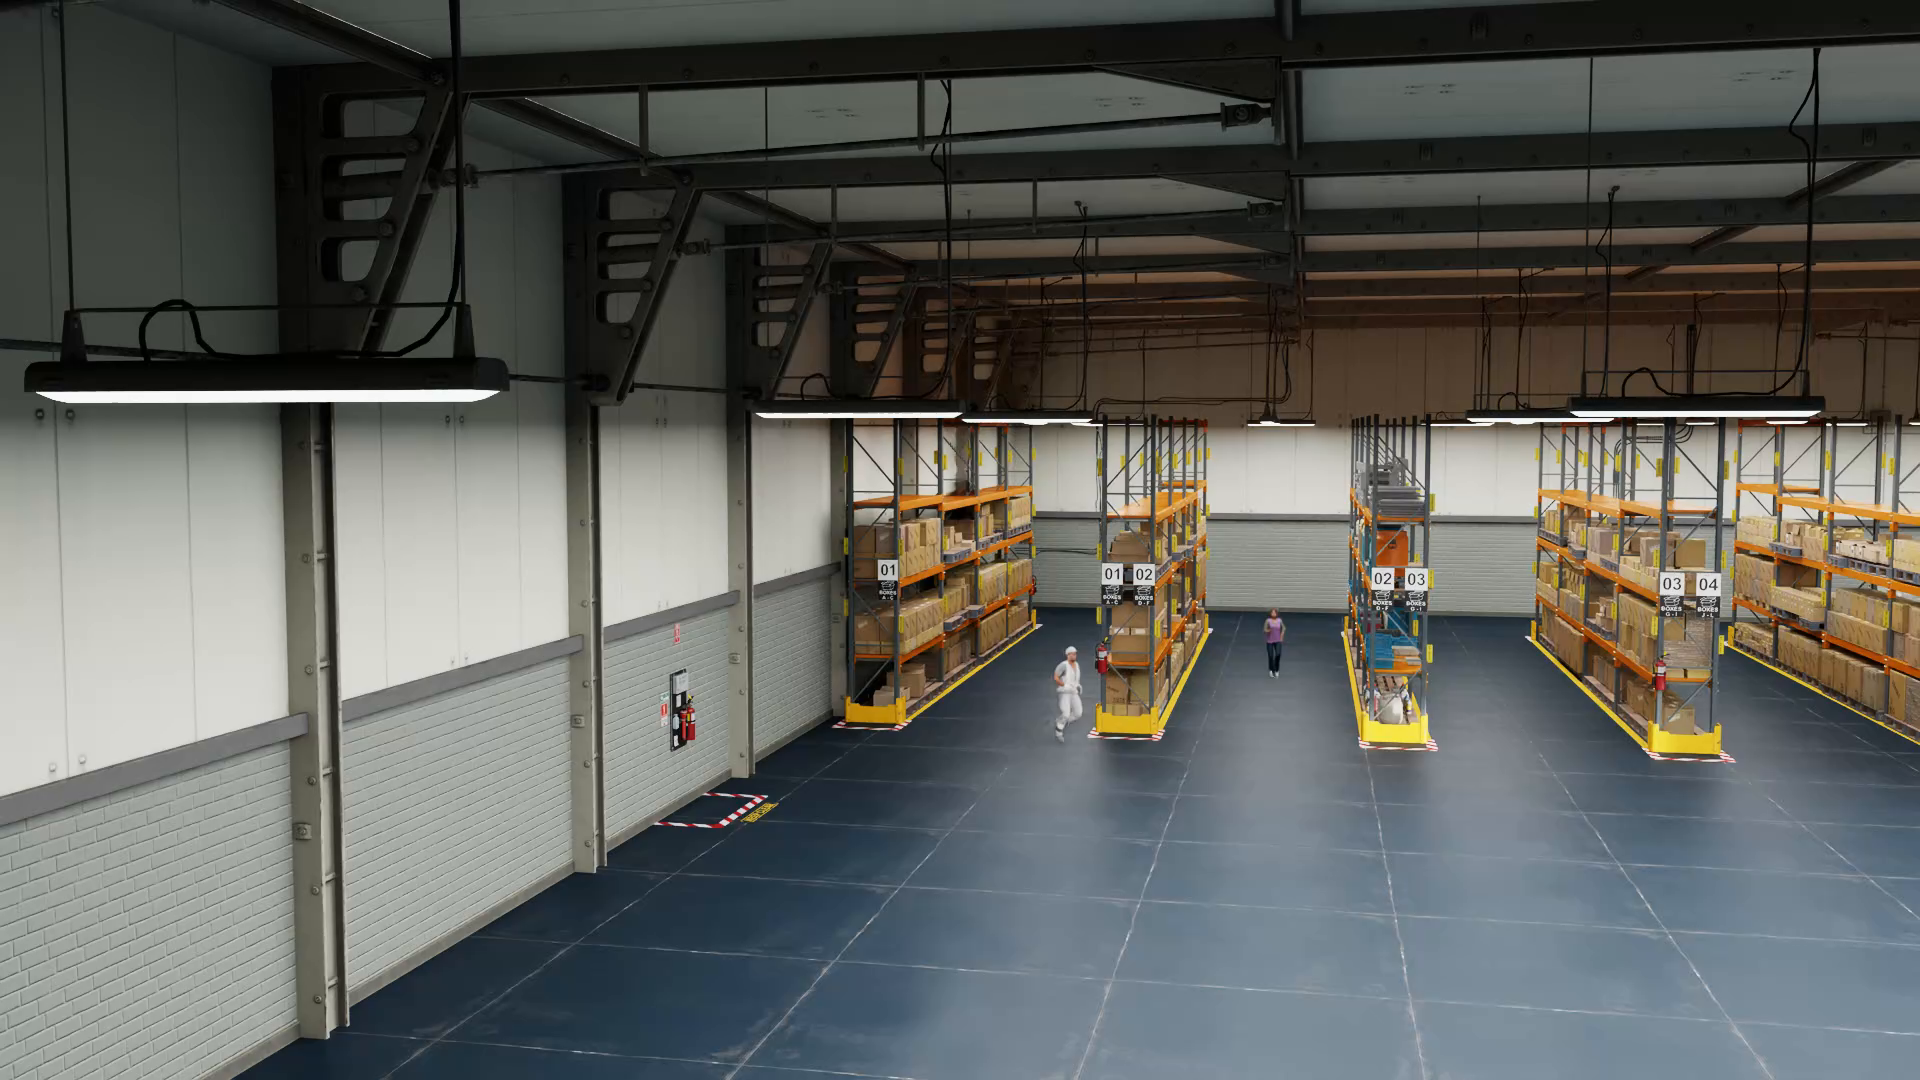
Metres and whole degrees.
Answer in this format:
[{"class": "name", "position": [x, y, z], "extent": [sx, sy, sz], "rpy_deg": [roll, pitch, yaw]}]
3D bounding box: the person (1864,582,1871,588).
[{"class": "person", "position": [24.388, 1.862, 44.596], "extent": [0.648, 1.681, 0.732], "rpy_deg": [2, 4, 23]}]

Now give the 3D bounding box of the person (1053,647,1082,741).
[{"class": "person", "position": [2.024, 2.824, 30.625], "extent": [0.761, 1.727, 0.543], "rpy_deg": [-3, 5, -41]}]

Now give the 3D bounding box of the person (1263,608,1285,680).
[{"class": "person", "position": [7.217, 2.383, 38.204], "extent": [0.514, 1.631, 0.653], "rpy_deg": [0, 4, 7]}]
